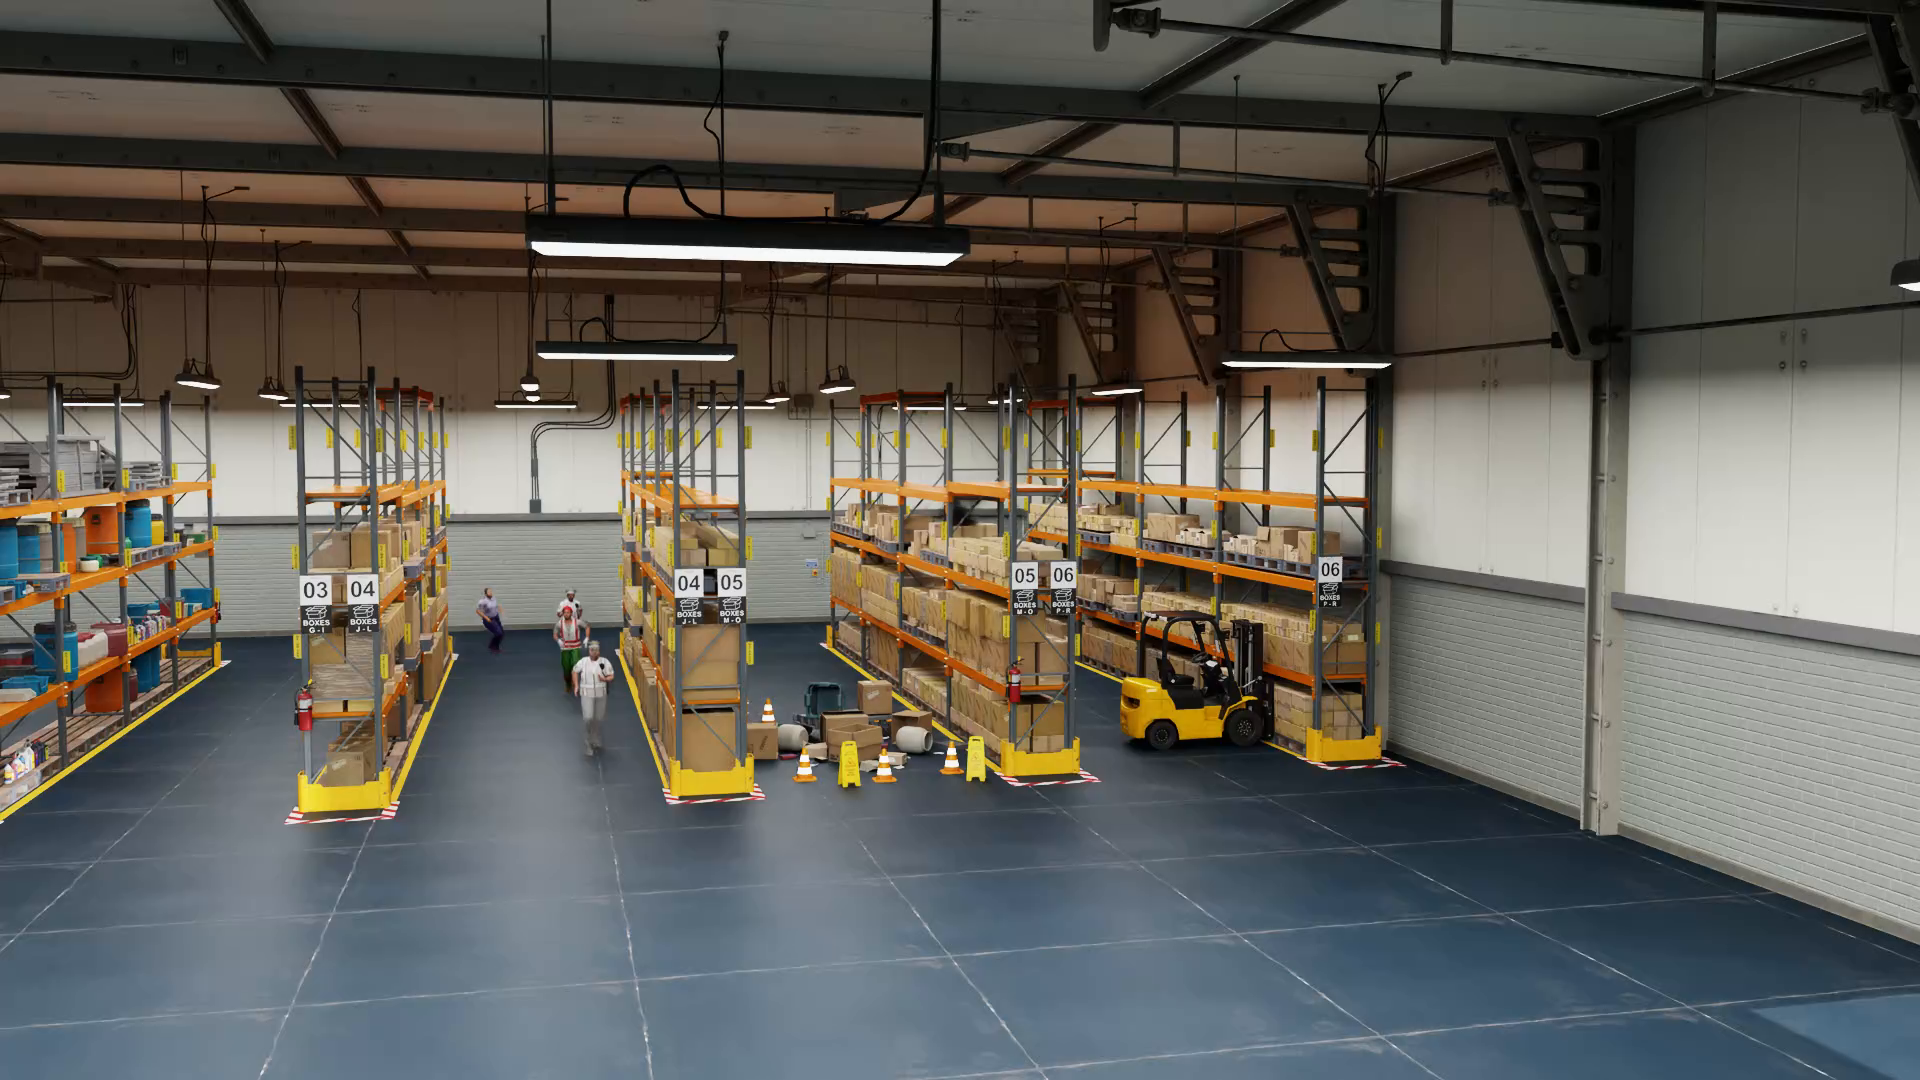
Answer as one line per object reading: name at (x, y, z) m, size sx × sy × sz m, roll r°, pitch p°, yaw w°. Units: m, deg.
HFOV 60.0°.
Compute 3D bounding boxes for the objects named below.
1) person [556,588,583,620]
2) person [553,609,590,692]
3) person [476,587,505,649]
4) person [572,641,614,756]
person at (-8.723, 1.925, 37.186) m, size 0.587 × 1.714 × 0.934 m, roll -1°, pitch 4°, yaw -17°
person at (-7.680, 2.185, 32.832) m, size 0.689 × 1.685 × 0.770 m, roll 0°, pitch 3°, yaw -6°
person at (-10.973, 1.853, 39.063) m, size 0.503 × 1.495 × 0.647 m, roll 1°, pitch 4°, yaw 20°
person at (-5.872, 2.534, 26.699) m, size 0.632 × 1.848 × 0.759 m, roll -1°, pitch 4°, yaw -21°
